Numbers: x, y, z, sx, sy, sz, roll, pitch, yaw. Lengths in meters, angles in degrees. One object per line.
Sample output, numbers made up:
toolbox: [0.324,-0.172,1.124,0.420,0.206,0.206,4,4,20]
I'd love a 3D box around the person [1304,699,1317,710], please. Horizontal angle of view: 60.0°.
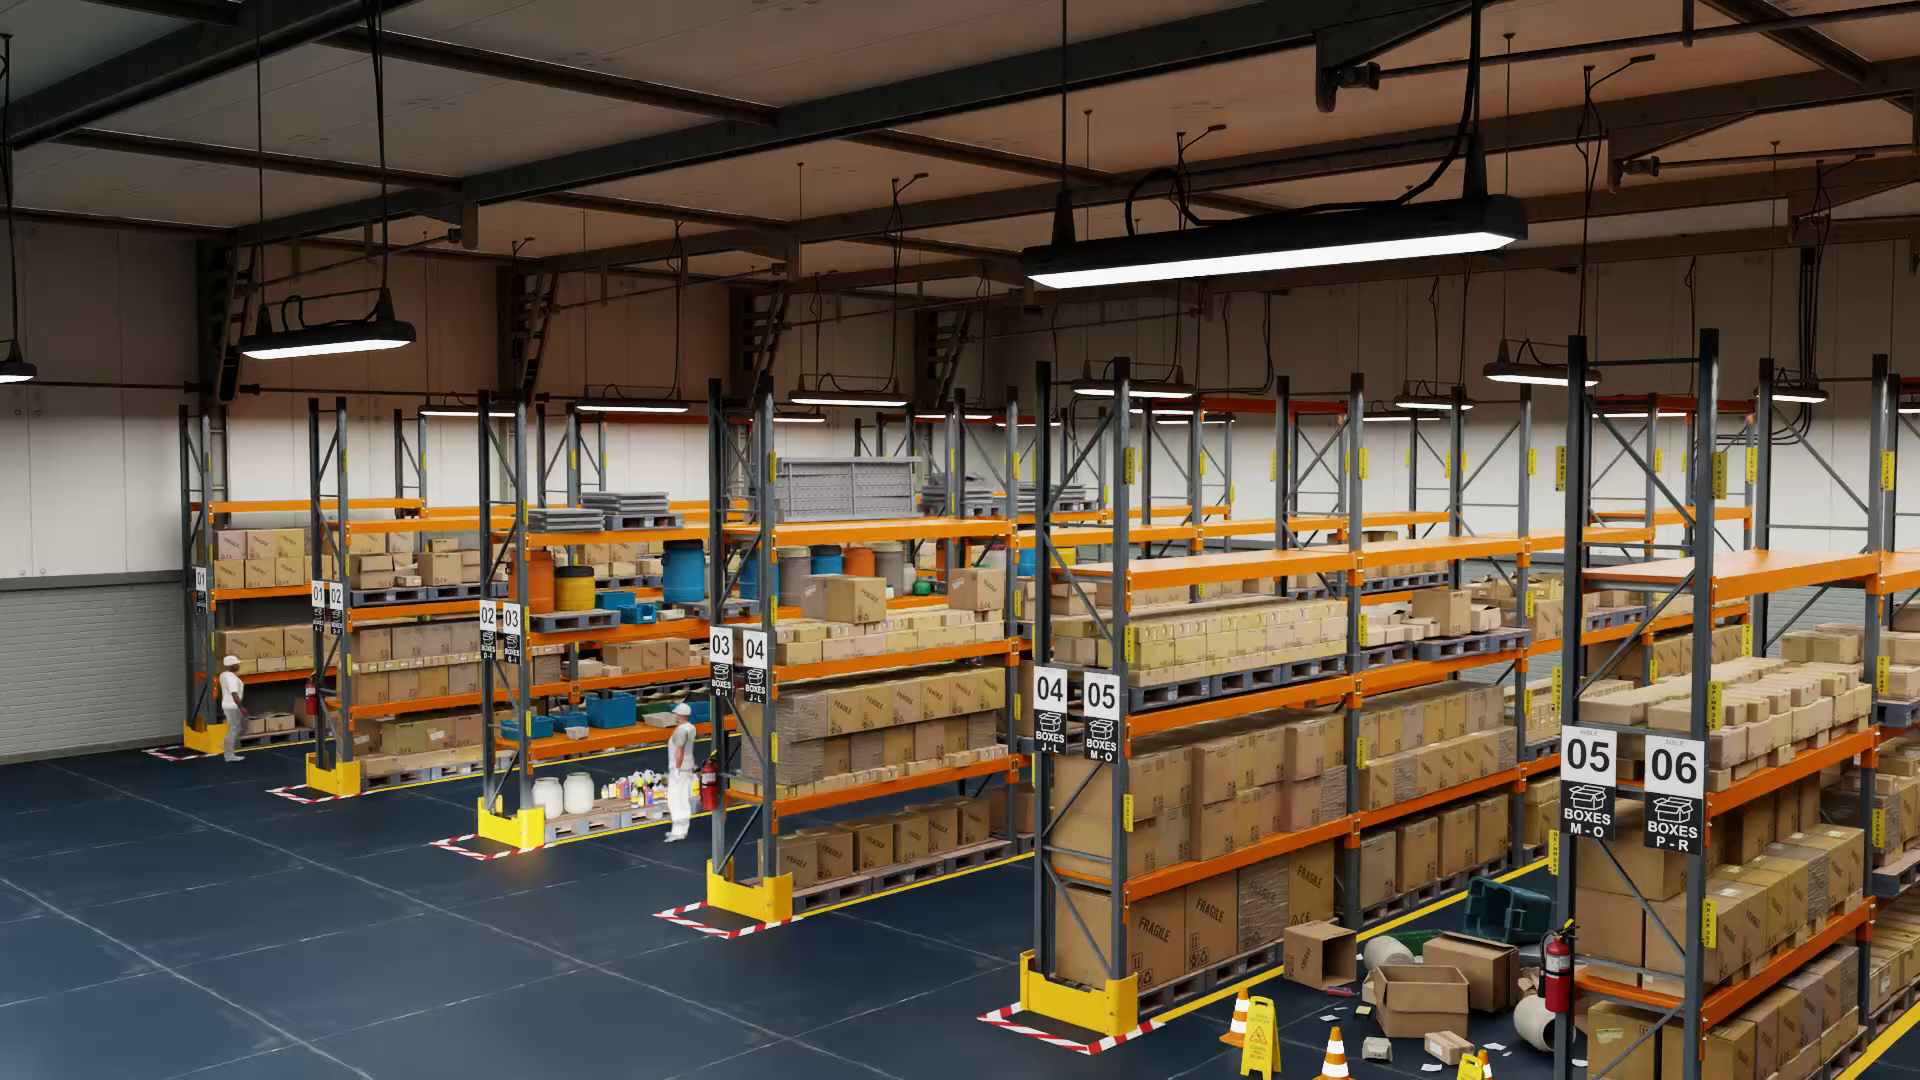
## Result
person: [4.991,3.015,23.945,0.505,1.759,0.638,2,3,27]

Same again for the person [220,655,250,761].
person: [-12.100,2.798,27.741,0.449,1.755,0.583,-1,3,-21]

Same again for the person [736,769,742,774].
person: [-3.289,2.846,26.718,0.593,1.789,0.407,-2,4,-34]

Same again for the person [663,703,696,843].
person: [-3.767,3.106,22.256,0.381,1.831,0.599,0,3,9]
